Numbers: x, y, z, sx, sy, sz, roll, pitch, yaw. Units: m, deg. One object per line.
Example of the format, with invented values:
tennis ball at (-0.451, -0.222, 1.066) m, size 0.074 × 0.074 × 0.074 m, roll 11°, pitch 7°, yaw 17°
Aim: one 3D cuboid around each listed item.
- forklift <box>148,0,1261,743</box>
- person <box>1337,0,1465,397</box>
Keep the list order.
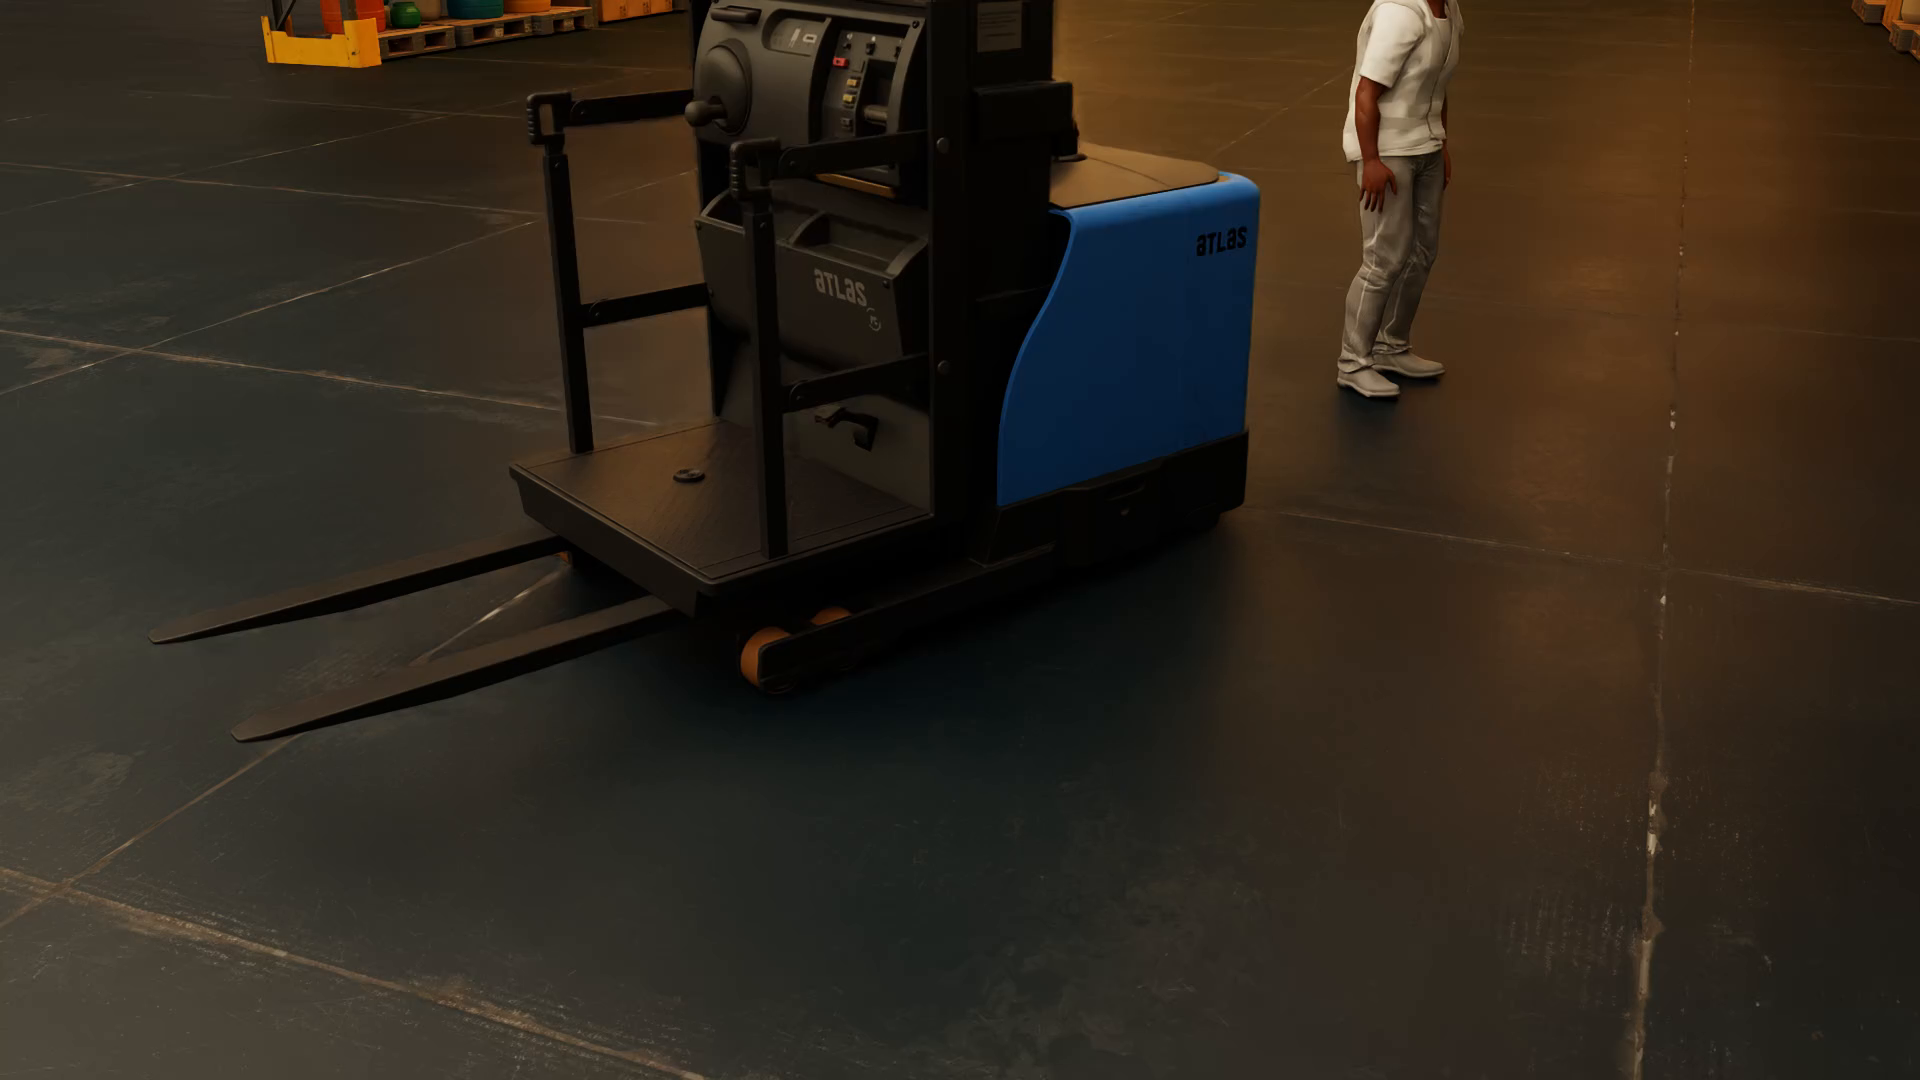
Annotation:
forklift at (-0.565, -1.194, 4.150) m, size 3.031 × 2.935 × 1.130 m, roll -18°, pitch 28°, yaw -36°
person at (1.698, -1.452, 6.290) m, size 0.464 × 1.759 × 0.626 m, roll 19°, pitch 29°, yaw 38°
